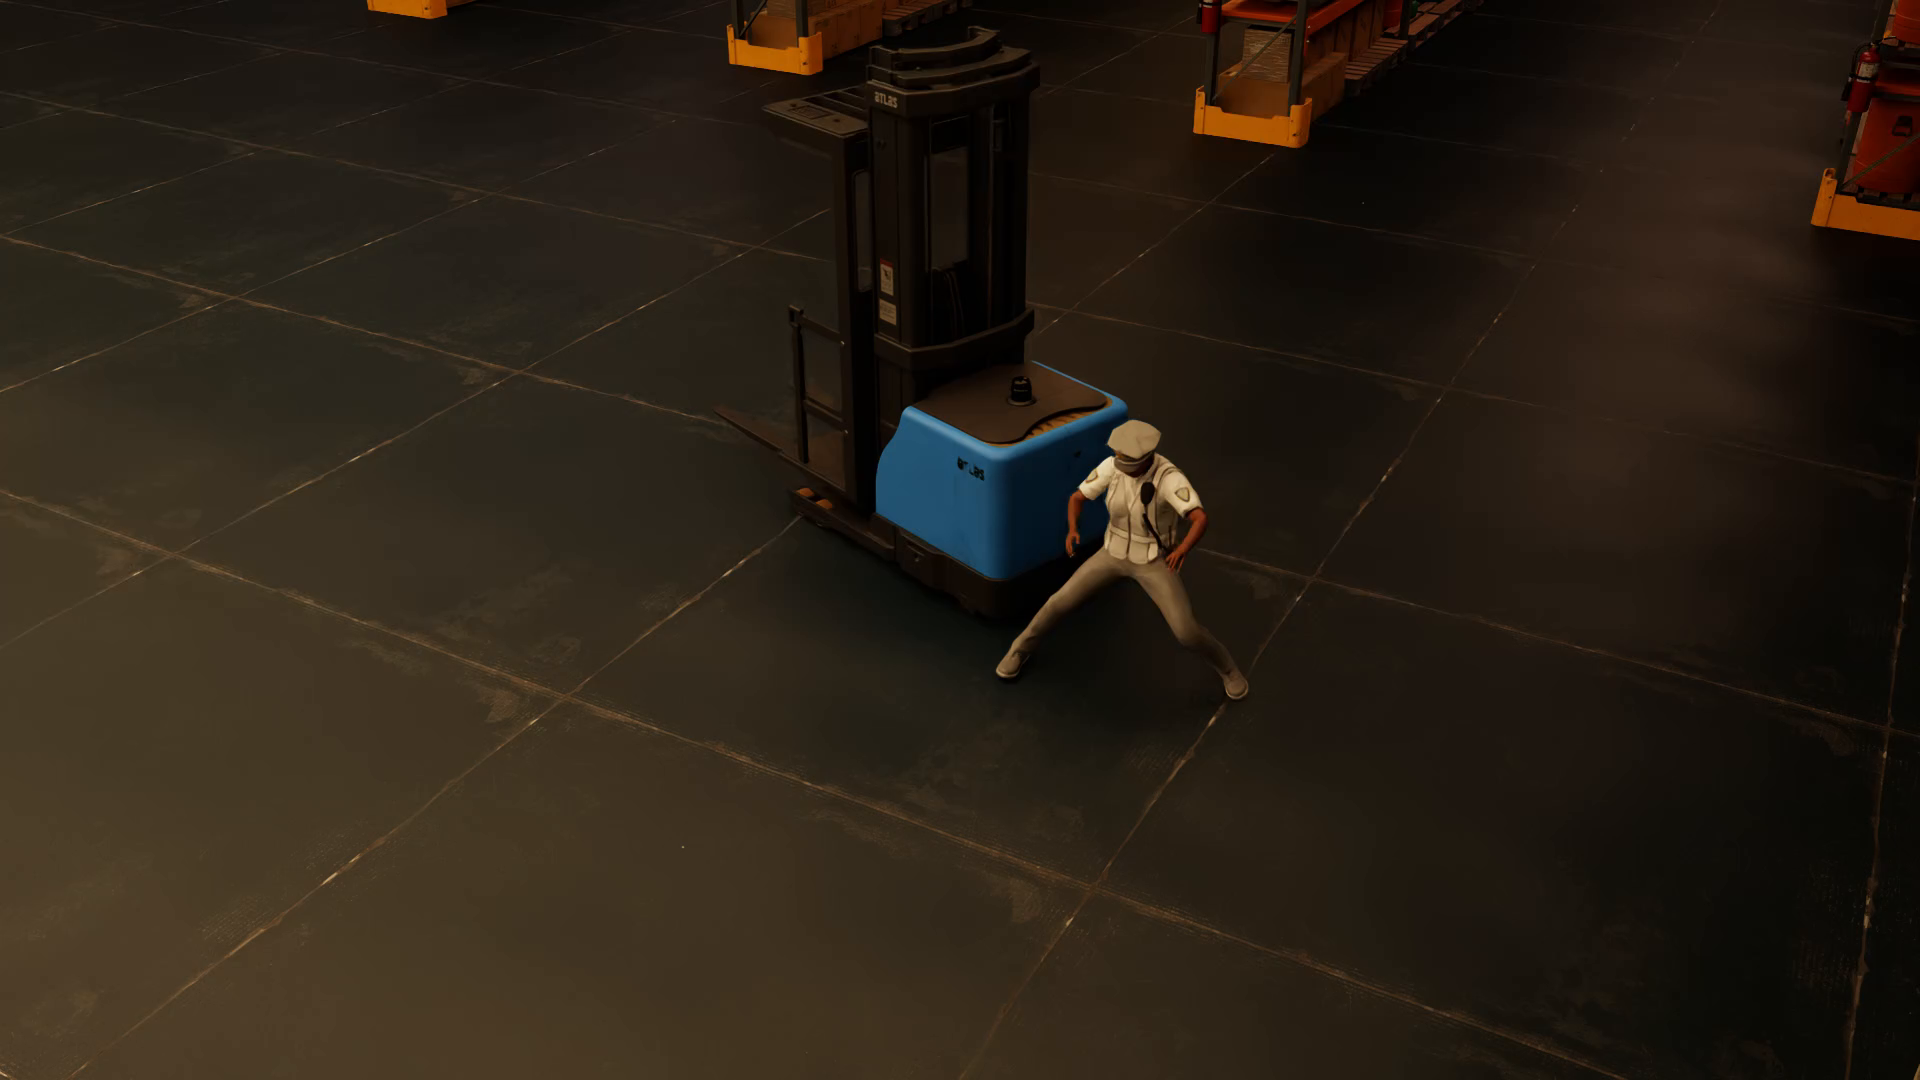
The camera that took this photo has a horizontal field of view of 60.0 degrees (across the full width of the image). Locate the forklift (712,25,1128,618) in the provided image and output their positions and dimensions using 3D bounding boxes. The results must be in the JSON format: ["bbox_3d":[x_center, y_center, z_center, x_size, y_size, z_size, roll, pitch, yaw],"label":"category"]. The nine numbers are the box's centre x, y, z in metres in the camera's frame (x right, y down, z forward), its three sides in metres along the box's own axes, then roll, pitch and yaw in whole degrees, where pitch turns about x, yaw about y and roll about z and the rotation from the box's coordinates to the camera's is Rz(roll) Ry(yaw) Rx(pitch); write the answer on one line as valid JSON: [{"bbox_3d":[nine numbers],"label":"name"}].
[{"bbox_3d":[-0.403,-1.498,9.667,1.130,2.935,3.031,-24,38,-35],"label":"forklift"}]

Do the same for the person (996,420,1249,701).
[{"bbox_3d":[0.852,0.121,8.326,1.225,1.441,0.715,19,35,29],"label":"person"}]
